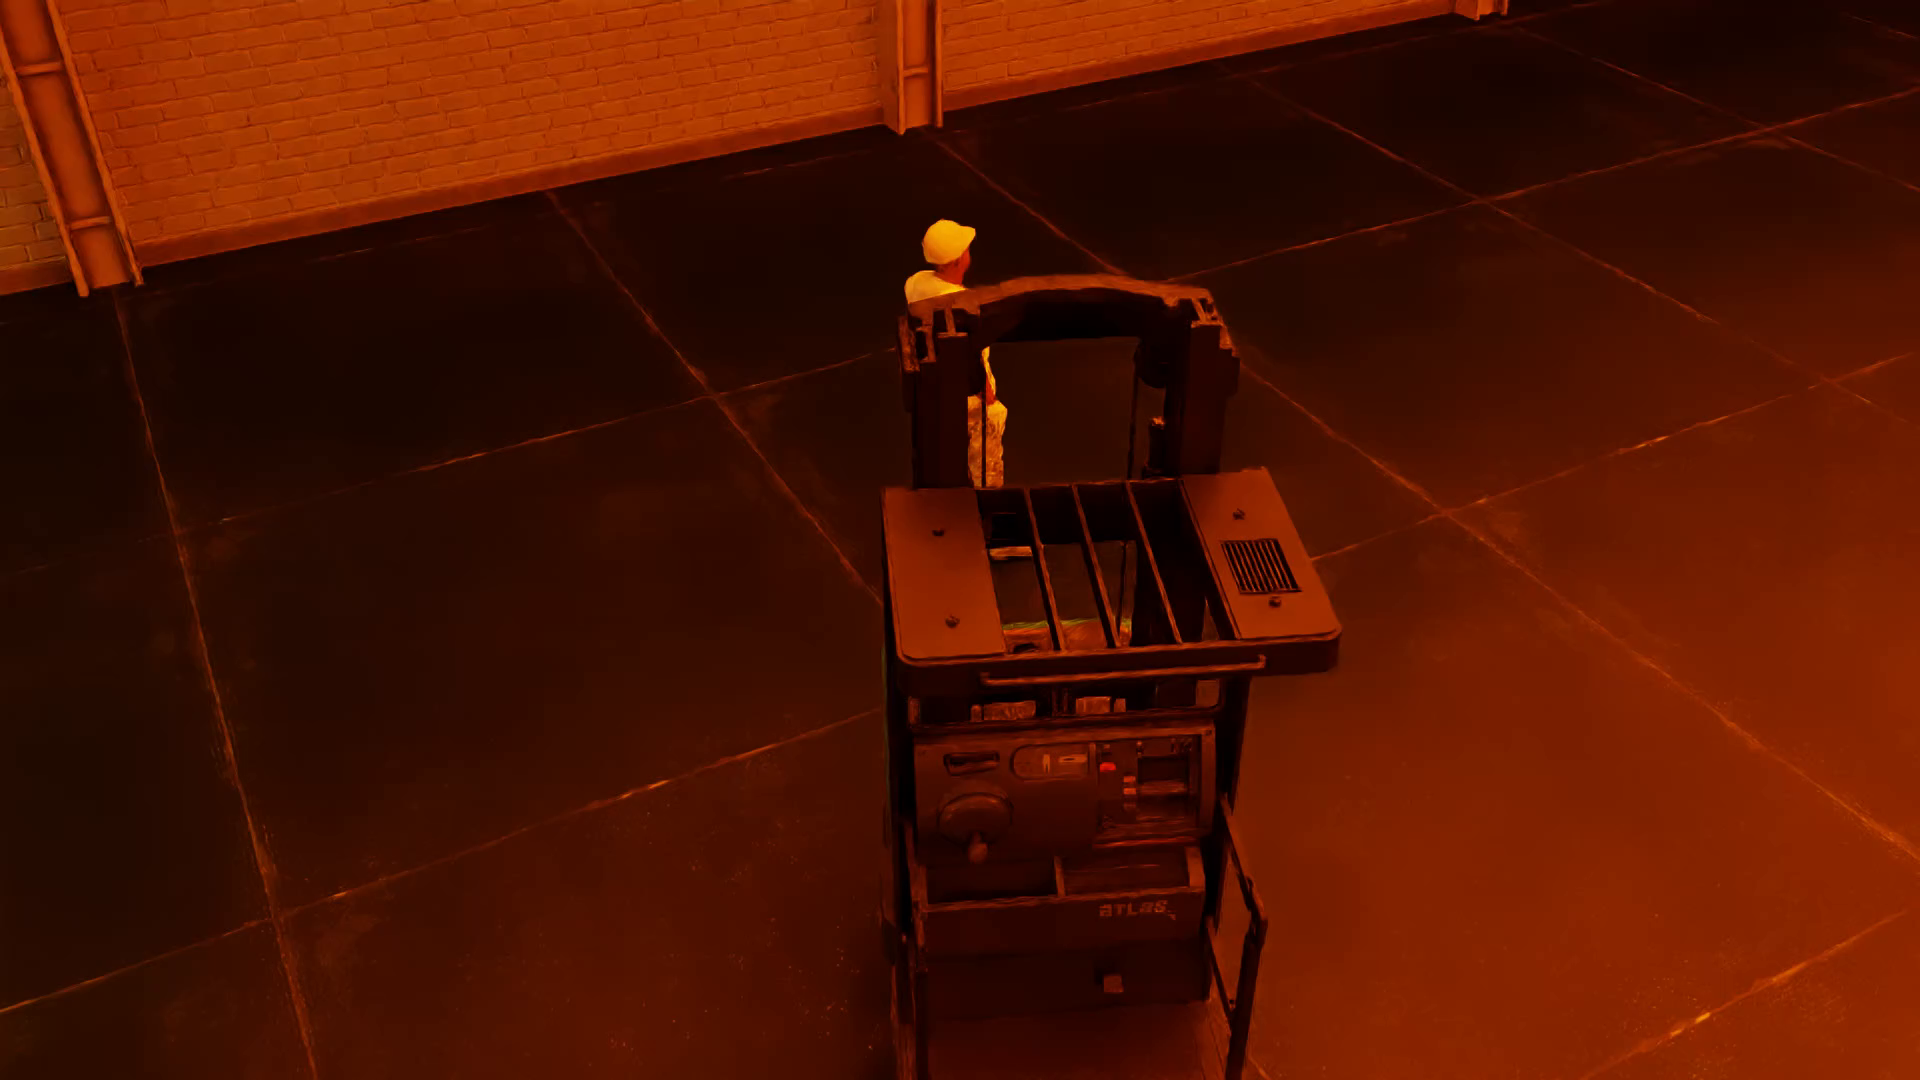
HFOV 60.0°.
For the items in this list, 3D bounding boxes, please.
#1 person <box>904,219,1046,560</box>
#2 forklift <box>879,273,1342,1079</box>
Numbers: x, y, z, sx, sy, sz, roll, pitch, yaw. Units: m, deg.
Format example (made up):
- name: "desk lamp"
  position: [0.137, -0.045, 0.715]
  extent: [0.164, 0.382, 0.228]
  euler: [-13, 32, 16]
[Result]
- name: "person"
  position: [0.067, -0.749, 8.166]
  extent: [0.576, 1.782, 0.655]
  euler: [-17, 39, -23]
- name: "forklift"
  position: [0.349, 0.838, 4.937]
  extent: [1.130, 2.935, 3.031]
  euler: [-3, 35, -5]
